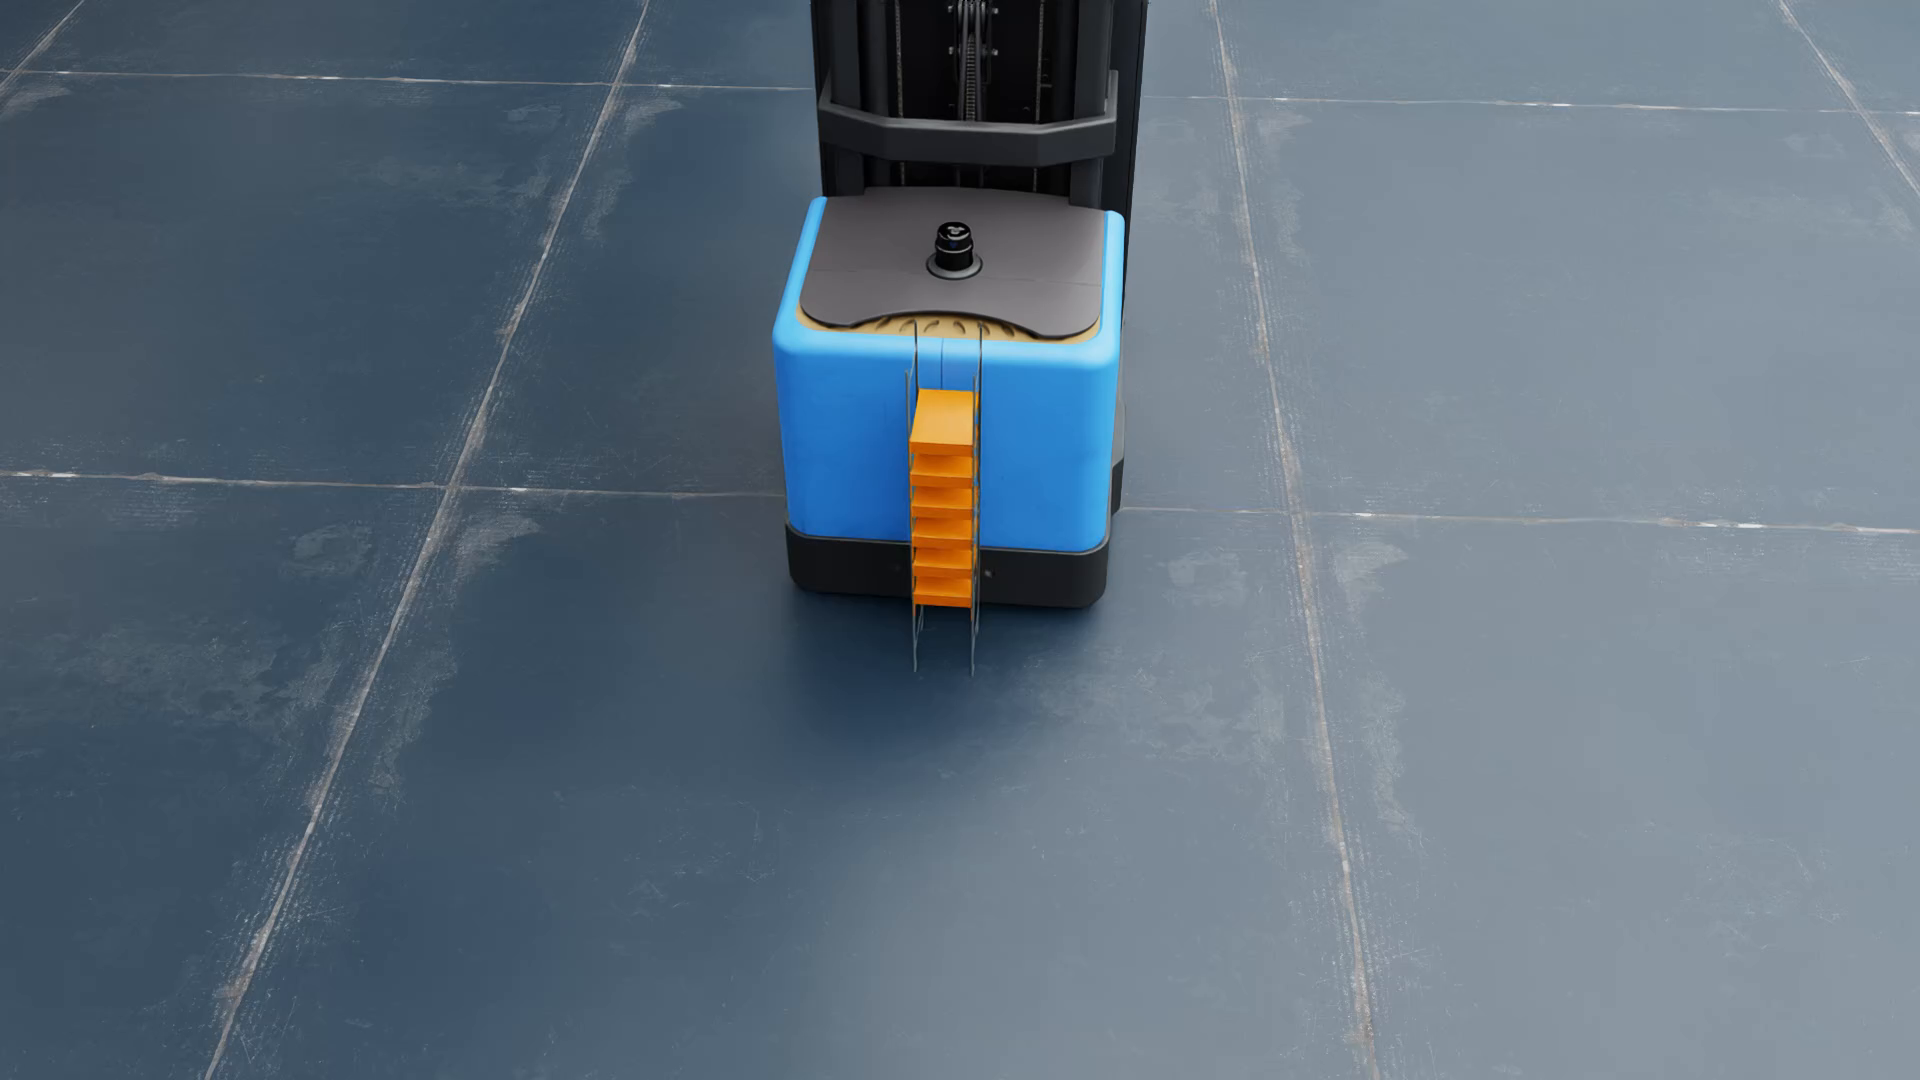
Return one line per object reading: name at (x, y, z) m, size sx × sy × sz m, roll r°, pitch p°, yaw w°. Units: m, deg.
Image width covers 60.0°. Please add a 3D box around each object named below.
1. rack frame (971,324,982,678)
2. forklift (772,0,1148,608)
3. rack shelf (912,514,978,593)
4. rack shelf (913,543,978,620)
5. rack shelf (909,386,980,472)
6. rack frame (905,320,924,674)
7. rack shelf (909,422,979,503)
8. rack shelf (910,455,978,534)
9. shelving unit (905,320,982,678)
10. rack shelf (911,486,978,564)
rack frame at (0.049, -0.083, 4.959) m, size 0.006 × 1.200 × 0.240 m, roll 4°, pitch 43°, yaw 4°
forklift at (0.083, -1.852, 5.588) m, size 1.130 × 2.935 × 3.031 m, roll 4°, pitch 43°, yaw 4°
rack shelf at (-0.042, 0.032, 5.077) m, size 0.180 × 0.103 × 0.258 m, roll 4°, pitch 43°, yaw 4°
rack shelf at (-0.042, 0.119, 5.159) m, size 0.180 × 0.103 × 0.258 m, roll 4°, pitch 43°, yaw 4°
rack shelf at (-0.042, -0.319, 4.749) m, size 0.180 × 0.103 × 0.258 m, roll 4°, pitch 43°, yaw 4°
rack frame at (-0.134, -0.094, 4.971) m, size 0.006 × 1.200 × 0.240 m, roll 4°, pitch 43°, yaw 4°
rack shelf at (-0.042, -0.232, 4.831) m, size 0.180 × 0.103 × 0.258 m, roll 4°, pitch 43°, yaw 4°
rack shelf at (-0.042, -0.144, 4.913) m, size 0.180 × 0.103 × 0.258 m, roll 4°, pitch 43°, yaw 4°
shelving unit at (-0.042, -0.089, 4.965) m, size 0.189 × 1.200 × 0.258 m, roll 4°, pitch 43°, yaw 4°
rack shelf at (-0.042, -0.056, 4.995) m, size 0.180 × 0.103 × 0.258 m, roll 4°, pitch 43°, yaw 4°
